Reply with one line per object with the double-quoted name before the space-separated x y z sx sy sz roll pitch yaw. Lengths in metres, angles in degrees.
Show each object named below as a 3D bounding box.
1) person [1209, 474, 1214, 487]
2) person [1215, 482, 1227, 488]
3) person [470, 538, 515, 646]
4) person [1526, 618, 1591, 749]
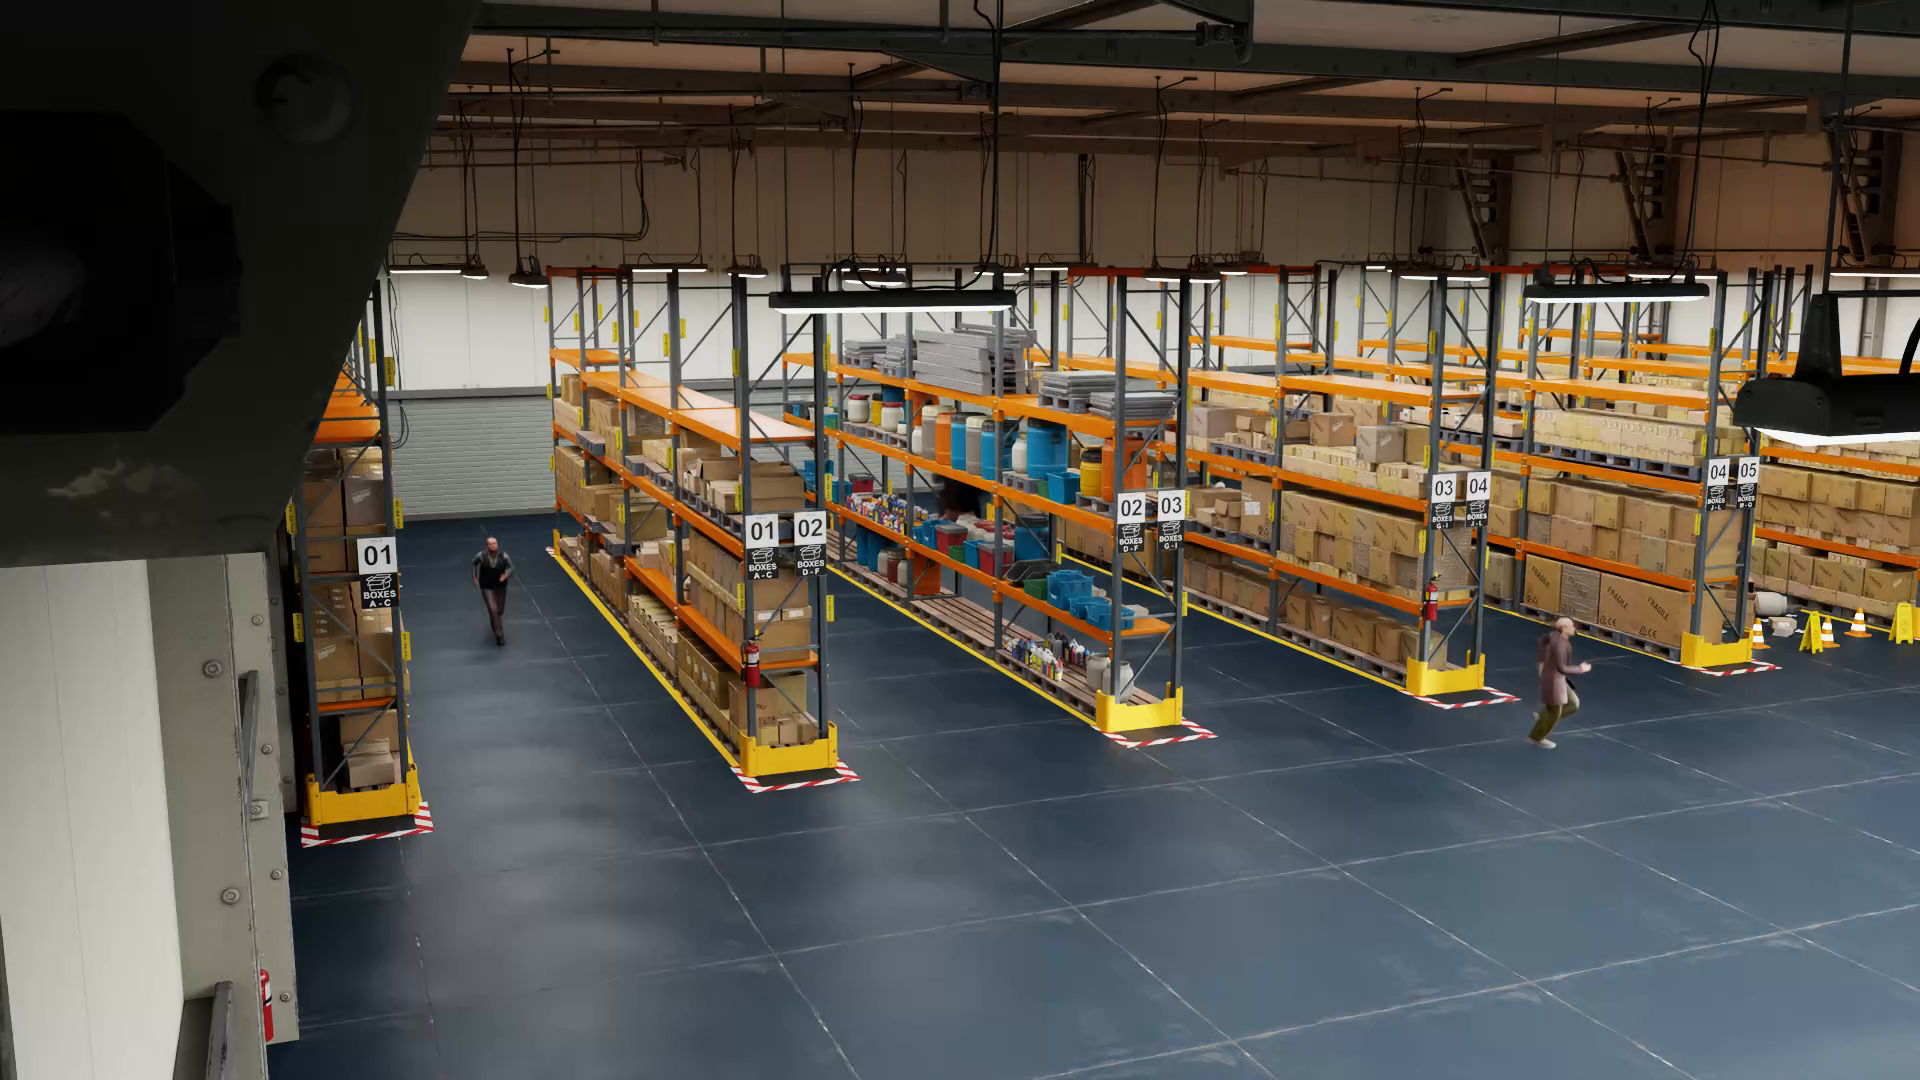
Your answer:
"person" 6.164 -1.764 41.546 0.972 1.765 0.699 -6 12 -31
"person" 5.134 -0.313 33.430 0.726 1.755 0.959 -6 11 -29
"person" -7.611 0.796 27.154 0.678 1.718 1.010 -4 11 -23
"person" 7.641 1.825 21.186 0.723 1.728 0.737 3 10 17
